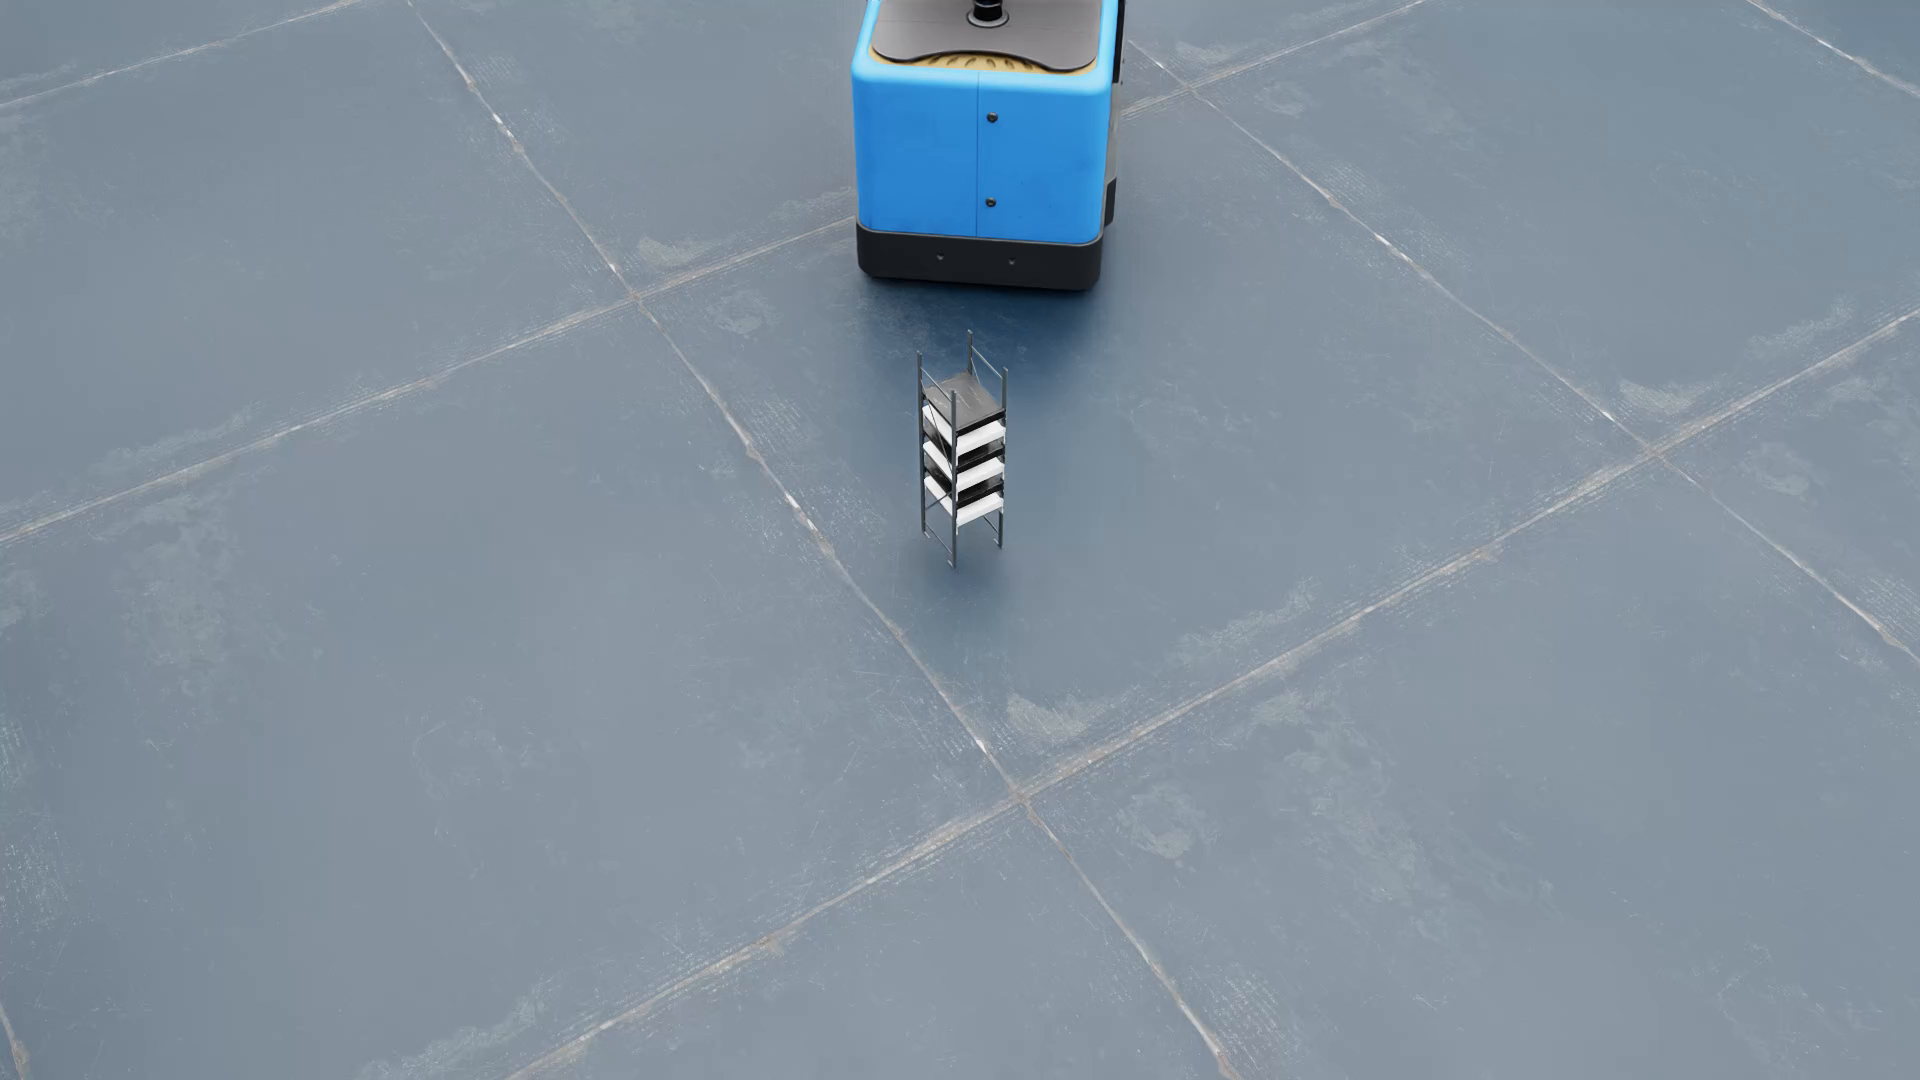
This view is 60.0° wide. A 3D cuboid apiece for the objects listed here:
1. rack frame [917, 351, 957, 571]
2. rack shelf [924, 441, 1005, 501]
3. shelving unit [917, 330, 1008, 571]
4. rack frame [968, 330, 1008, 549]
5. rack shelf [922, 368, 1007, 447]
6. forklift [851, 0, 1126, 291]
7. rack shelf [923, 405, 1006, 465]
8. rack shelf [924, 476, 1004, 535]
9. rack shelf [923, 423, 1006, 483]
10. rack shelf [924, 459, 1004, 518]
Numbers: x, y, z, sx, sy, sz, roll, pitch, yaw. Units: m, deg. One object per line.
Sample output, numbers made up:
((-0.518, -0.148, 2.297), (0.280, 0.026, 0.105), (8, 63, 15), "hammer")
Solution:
((-0.079, -0.262, 5.881), (0.006, 0.900, 0.240), (-25, 53, -21), "rack frame")
((0.007, -0.280, 5.942), (0.200, 0.077, 0.258), (-25, 53, -21), "rack shelf")
((0.007, -0.302, 5.917), (0.210, 0.900, 0.258), (-25, 53, -21), "shelving unit")
((0.093, -0.343, 5.953), (0.006, 0.900, 0.240), (-25, 53, -21), "rack frame")
((0.007, -0.460, 5.740), (0.200, 0.077, 0.258), (-25, 53, -21), "rack shelf")
((0.231, -3.150, 7.093), (1.130, 2.935, 3.031), (5, 48, 4), "forklift")
((0.007, -0.400, 5.807), (0.200, 0.077, 0.258), (-25, 53, -21), "rack shelf")
((0.007, -0.161, 6.076), (0.200, 0.077, 0.258), (-25, 53, -21), "rack shelf")
((0.007, -0.340, 5.874), (0.200, 0.077, 0.258), (-25, 53, -21), "rack shelf")
((0.007, -0.220, 6.009), (0.200, 0.077, 0.258), (-25, 53, -21), "rack shelf")
